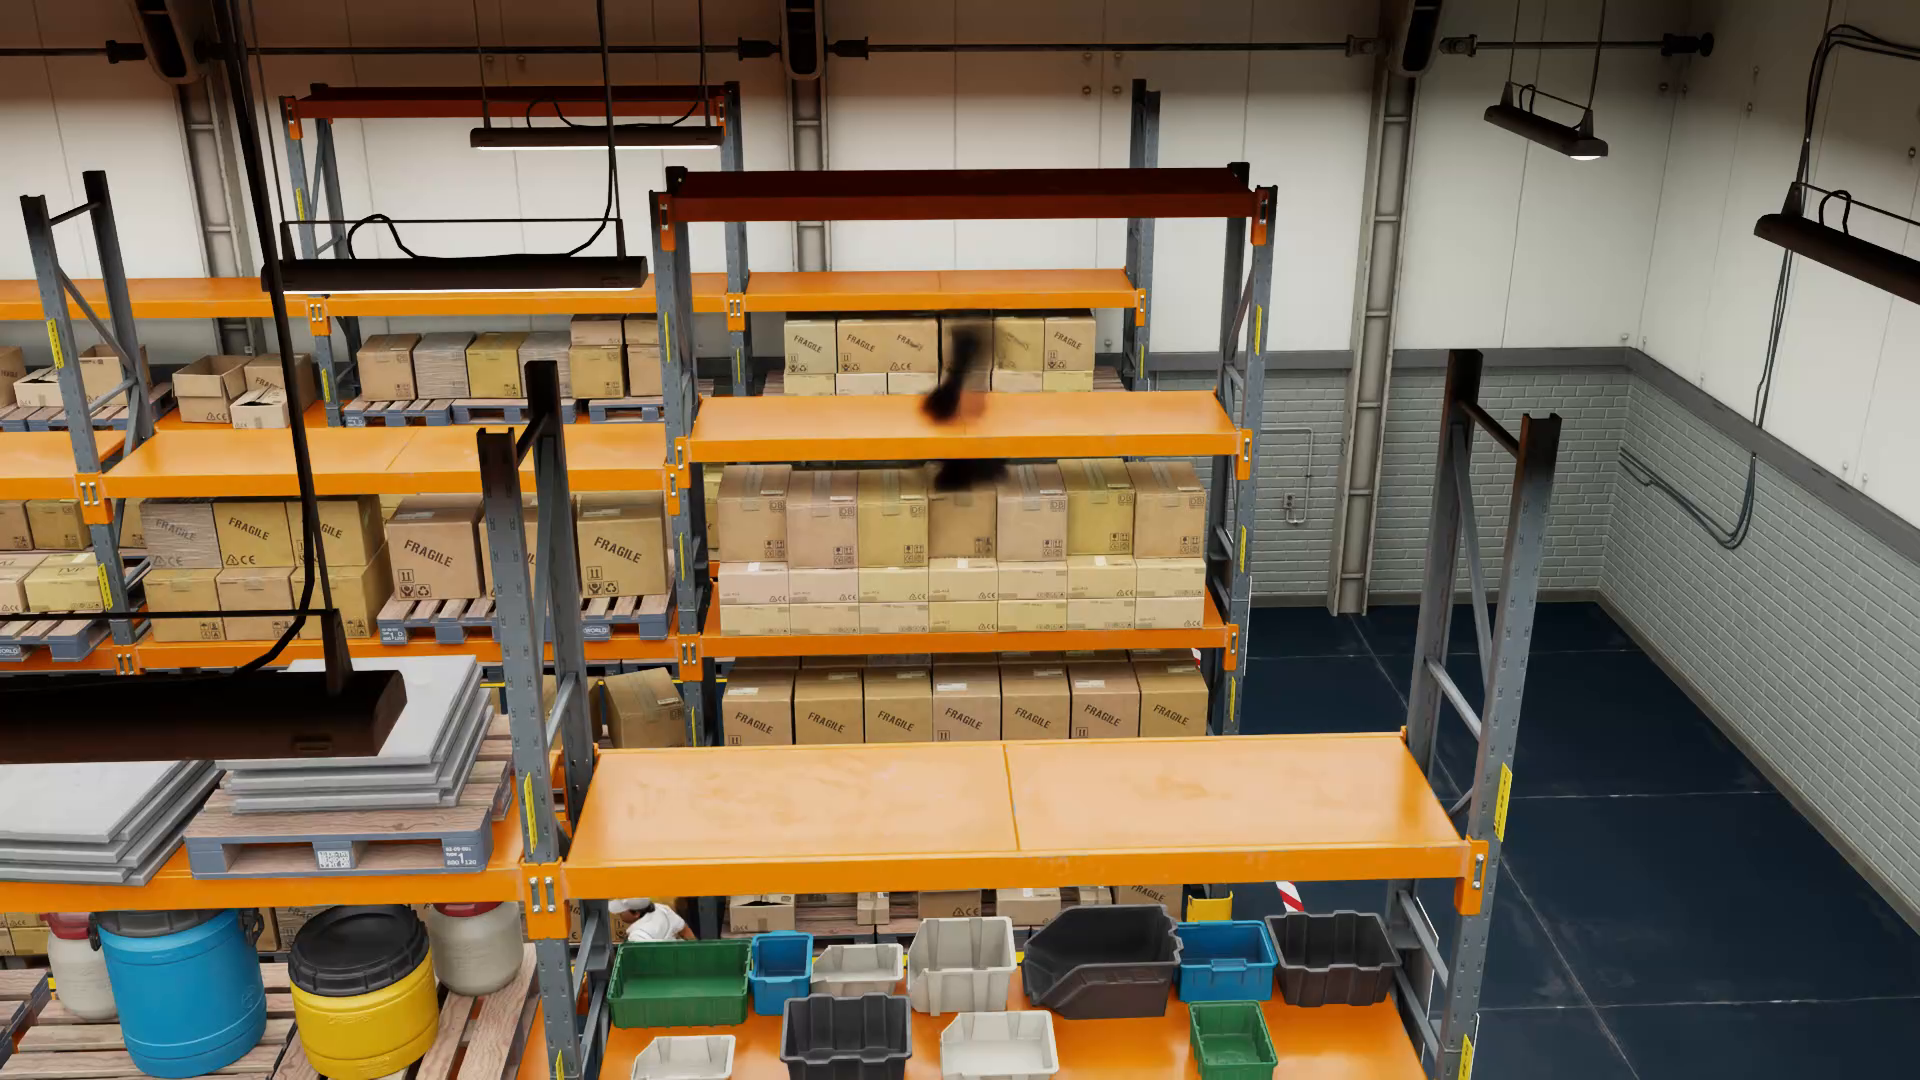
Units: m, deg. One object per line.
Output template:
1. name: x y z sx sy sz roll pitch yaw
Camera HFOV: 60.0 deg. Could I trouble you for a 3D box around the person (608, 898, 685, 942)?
1. person: -1.994 3.099 11.433 0.740 1.644 0.533 2 22 6
